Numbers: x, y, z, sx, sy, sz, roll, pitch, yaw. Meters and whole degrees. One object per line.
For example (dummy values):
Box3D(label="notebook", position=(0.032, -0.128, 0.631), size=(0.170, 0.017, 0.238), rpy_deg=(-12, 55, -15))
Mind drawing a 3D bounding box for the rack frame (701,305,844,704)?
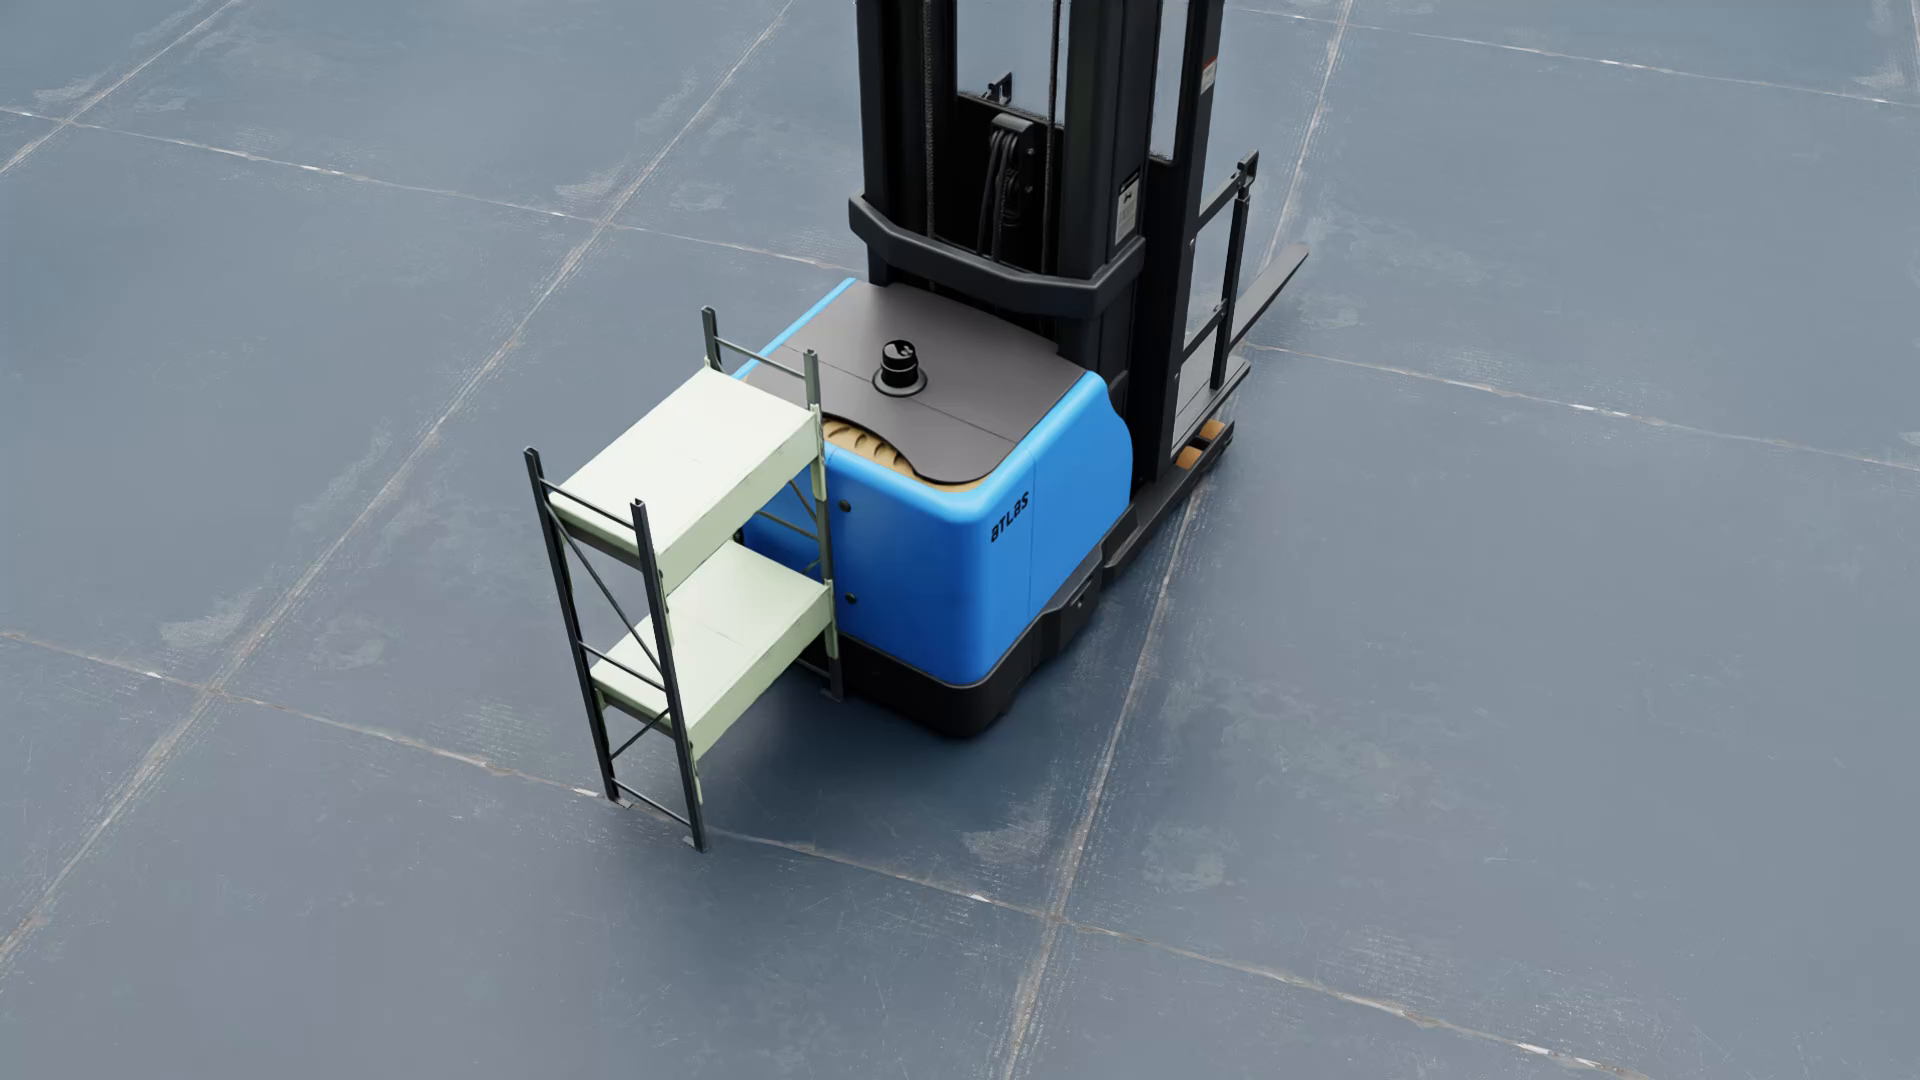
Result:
Box3D(label="rack frame", position=(-0.572, -0.059, 5.238), size=(0.400, 1.500, 0.023), rpy_deg=(24, 49, 23))

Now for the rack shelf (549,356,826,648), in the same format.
Box3D(label="rack shelf", position=(-0.771, -0.123, 4.746), size=(0.431, 0.370, 0.720), rpy_deg=(24, 49, 23))

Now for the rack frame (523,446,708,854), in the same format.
Box3D(label="rack frame", position=(-0.969, 0.371, 4.799), size=(0.400, 1.500, 0.023), rpy_deg=(24, 49, 23))

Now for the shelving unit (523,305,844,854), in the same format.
Box3D(label="shelving unit", position=(-0.771, 0.156, 5.018), size=(0.431, 1.500, 0.755), rpy_deg=(24, 49, 23))

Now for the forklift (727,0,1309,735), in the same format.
Box3D(label="forklift", position=(0.420, -1.410, 5.595), size=(1.130, 2.935, 3.031), rpy_deg=(24, 49, 23))

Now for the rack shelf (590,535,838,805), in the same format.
Box3D(label="rack shelf", position=(-0.771, 0.389, 5.247), size=(0.431, 0.370, 0.720), rpy_deg=(24, 49, 23))
